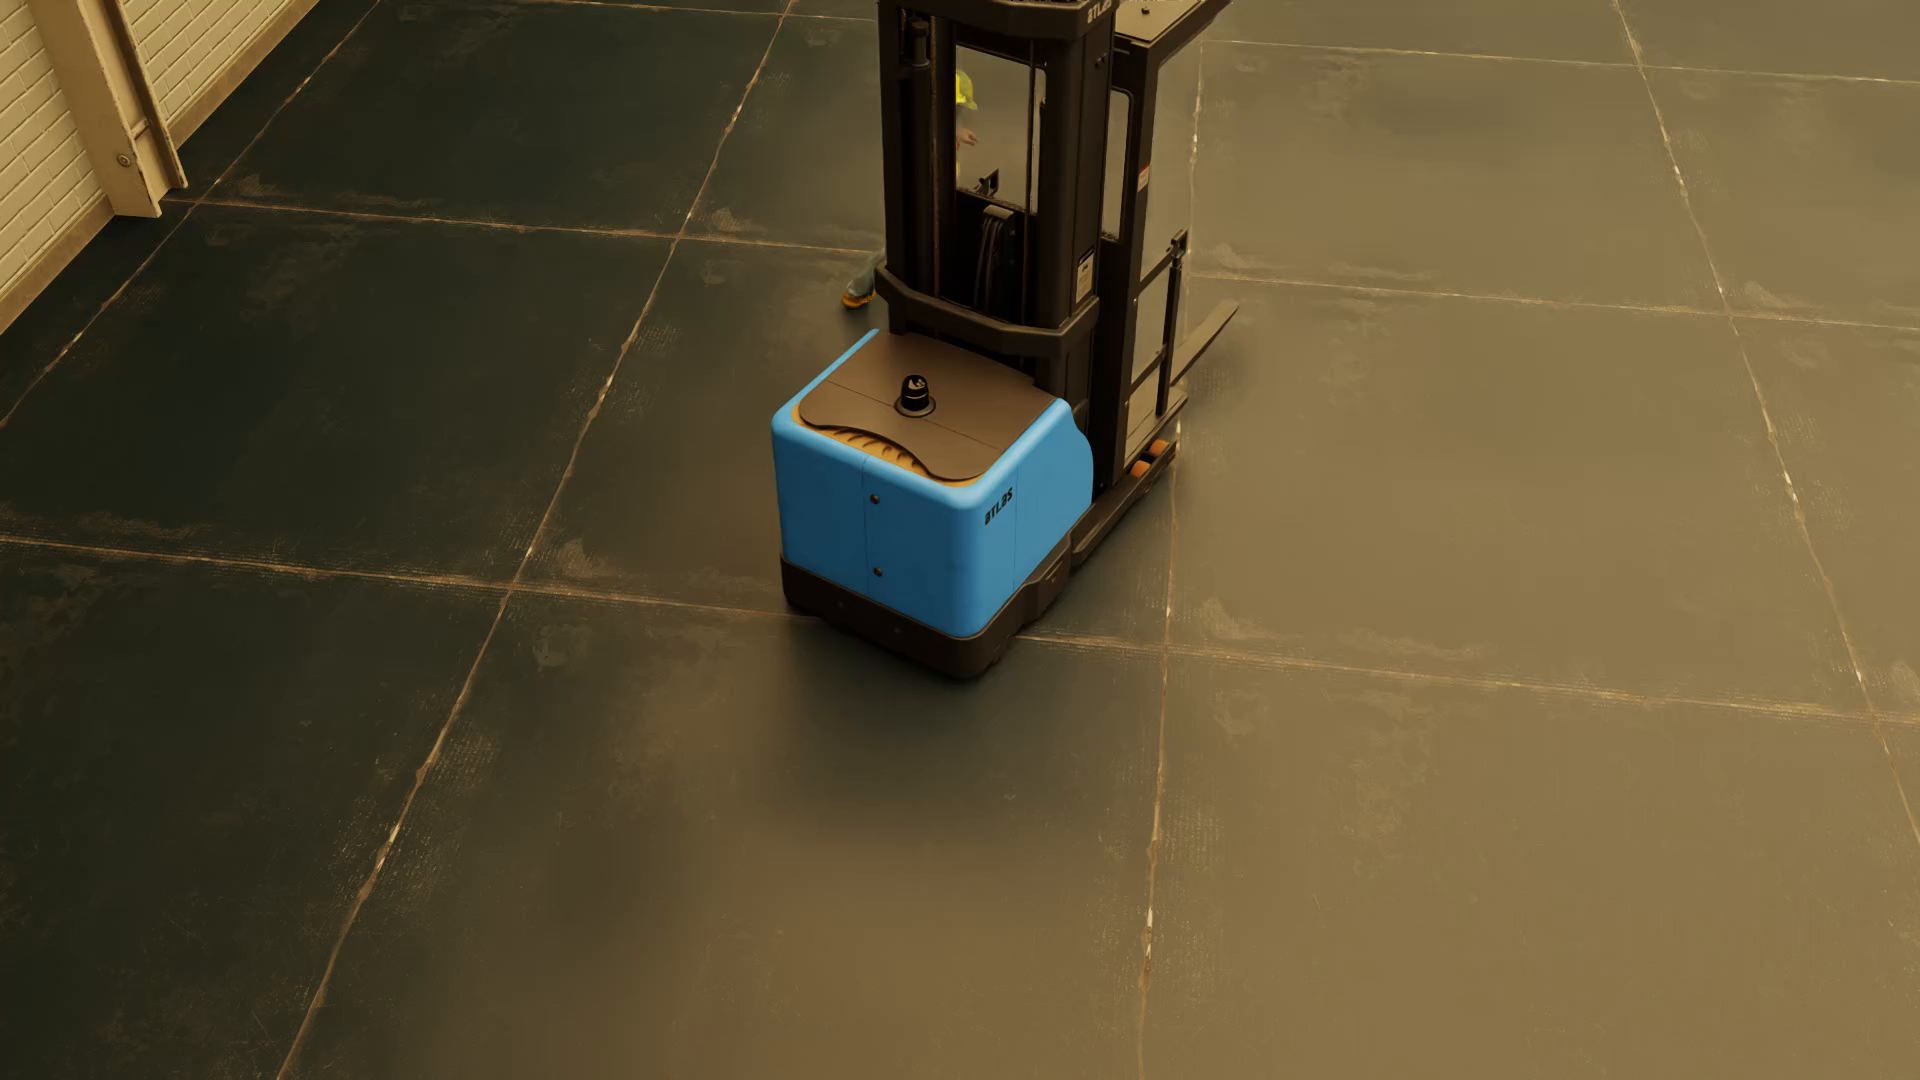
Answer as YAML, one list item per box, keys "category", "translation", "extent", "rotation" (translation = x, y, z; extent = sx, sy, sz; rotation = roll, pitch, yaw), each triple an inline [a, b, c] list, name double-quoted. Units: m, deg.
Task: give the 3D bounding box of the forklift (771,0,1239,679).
- category: "forklift"
  translation: [0.413, -1.458, 7.312]
  extent: [1.130, 2.935, 3.031]
  rotation: [23, 47, 23]

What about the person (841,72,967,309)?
- category: "person"
  translation: [-0.093, -1.740, 8.654]
  extent: [0.987, 1.606, 1.055]
  rotation: [-12, 44, -12]
